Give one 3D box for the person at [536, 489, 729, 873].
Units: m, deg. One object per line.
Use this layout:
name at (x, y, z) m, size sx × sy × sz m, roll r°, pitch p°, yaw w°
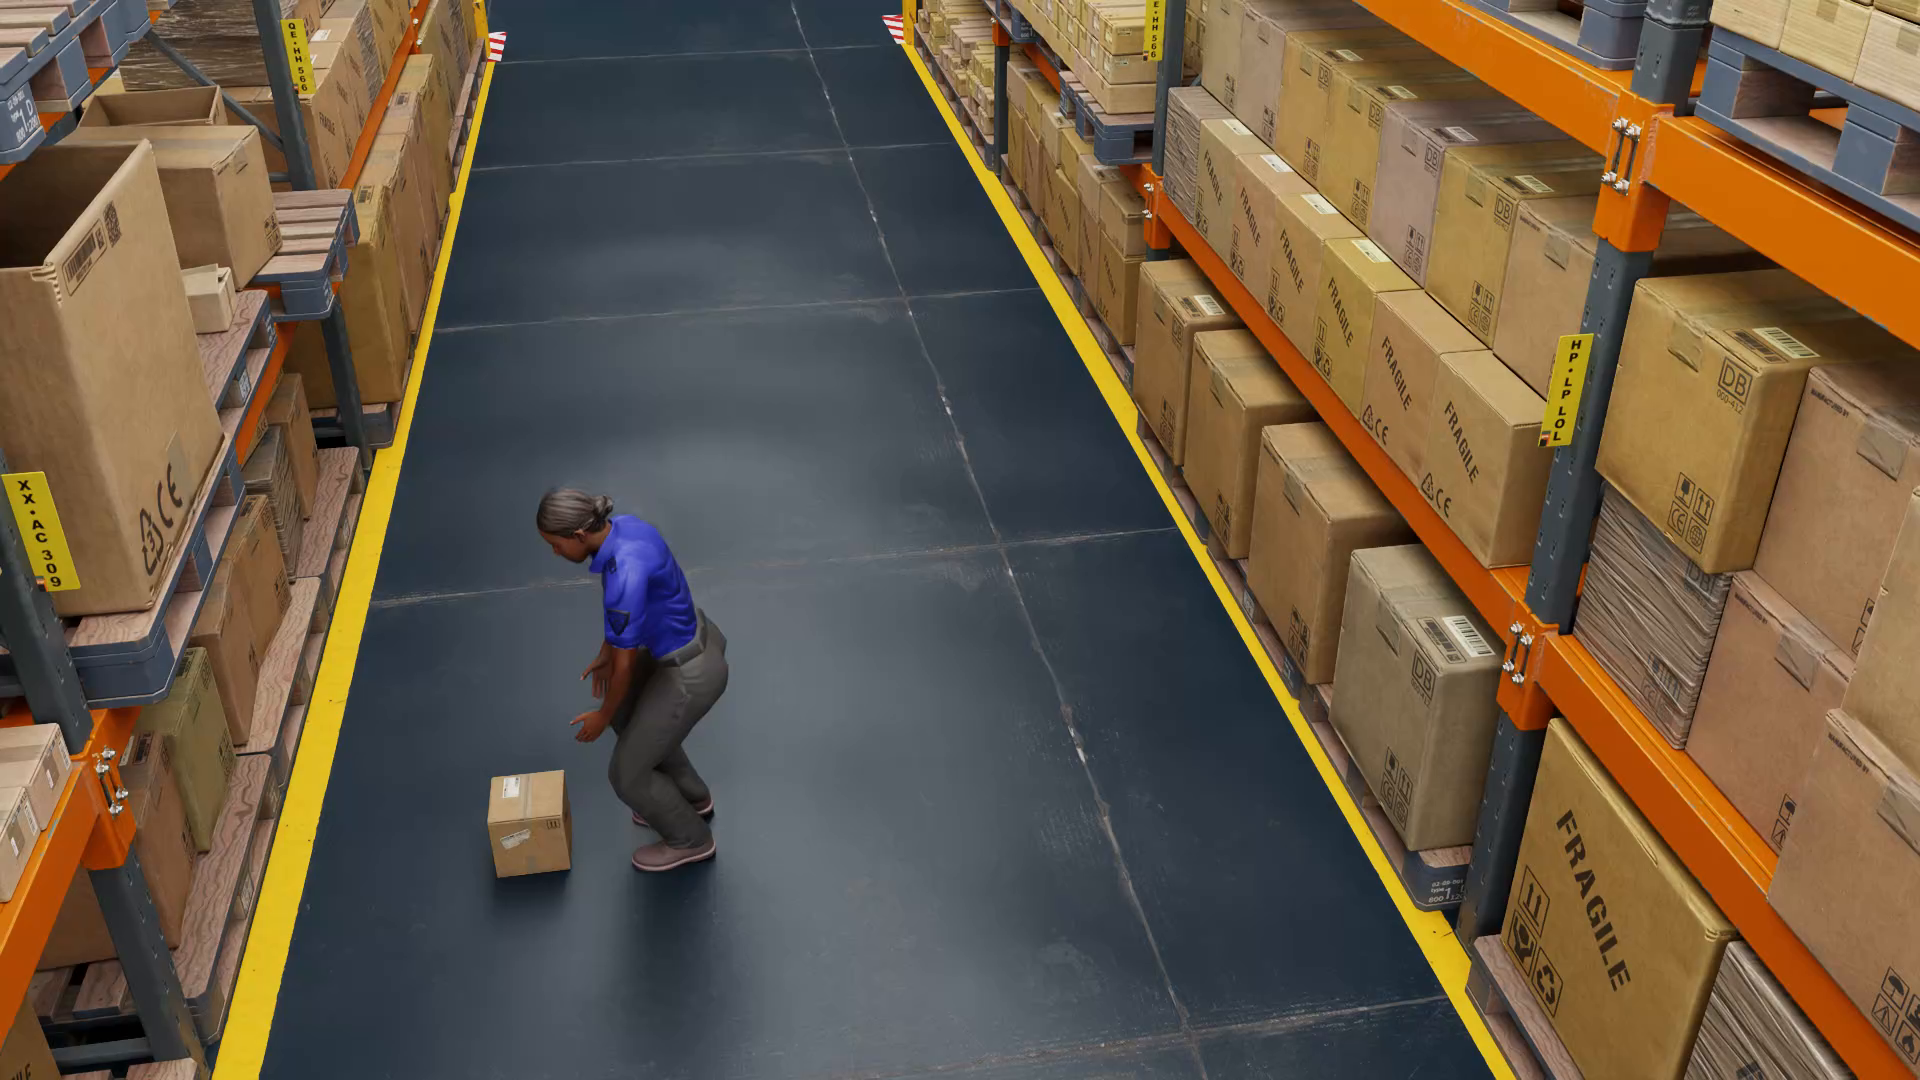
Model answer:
person at (-1.050, 0.460, 5.569) m, size 0.556 × 1.465 × 0.490 m, roll -5°, pitch 31°, yaw -8°
